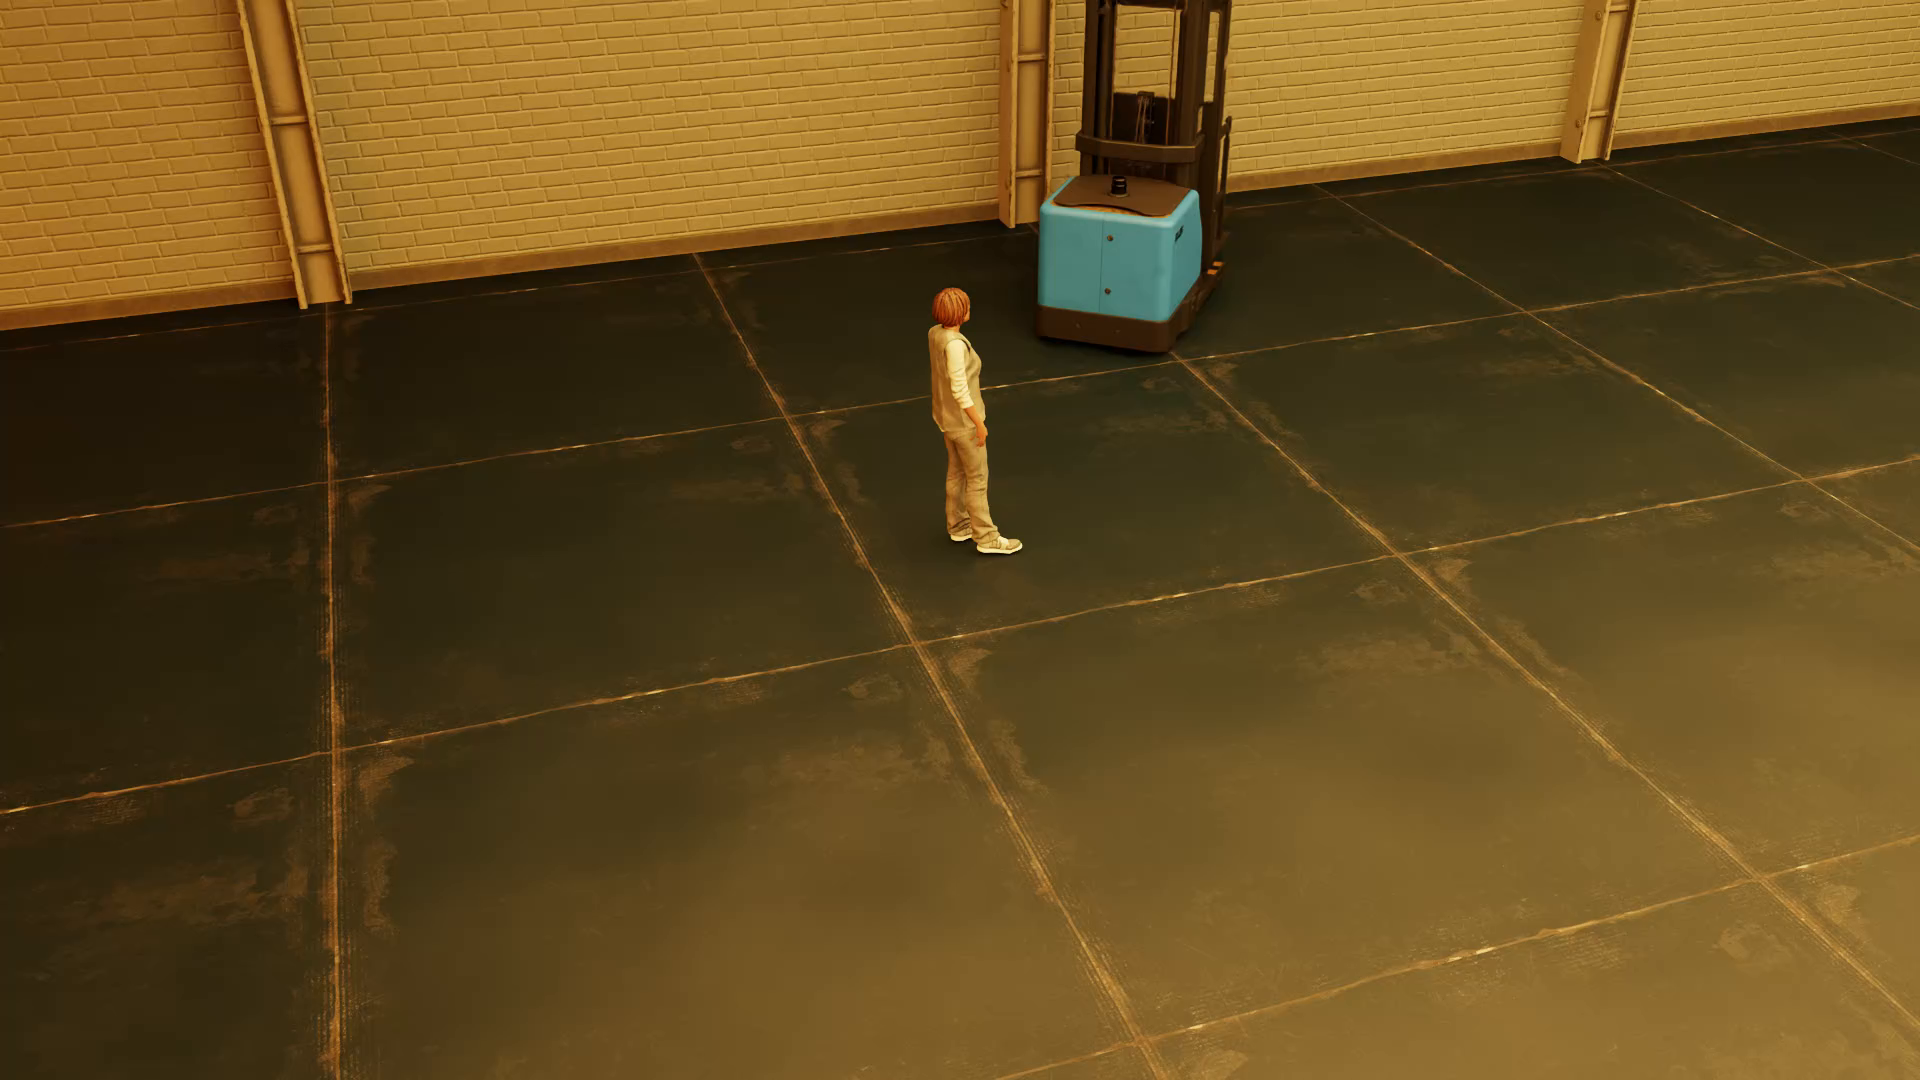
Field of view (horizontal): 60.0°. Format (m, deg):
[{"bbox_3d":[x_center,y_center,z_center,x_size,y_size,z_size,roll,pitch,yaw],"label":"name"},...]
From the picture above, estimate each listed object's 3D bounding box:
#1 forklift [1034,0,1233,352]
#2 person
[{"bbox_3d":[1.559,-3.377,12.956,1.130,2.935,3.031,11,32,18],"label":"forklift"},{"bbox_3d":[0.075,-0.704,9.634,0.473,1.599,0.521,-10,31,-16],"label":"person"}]
